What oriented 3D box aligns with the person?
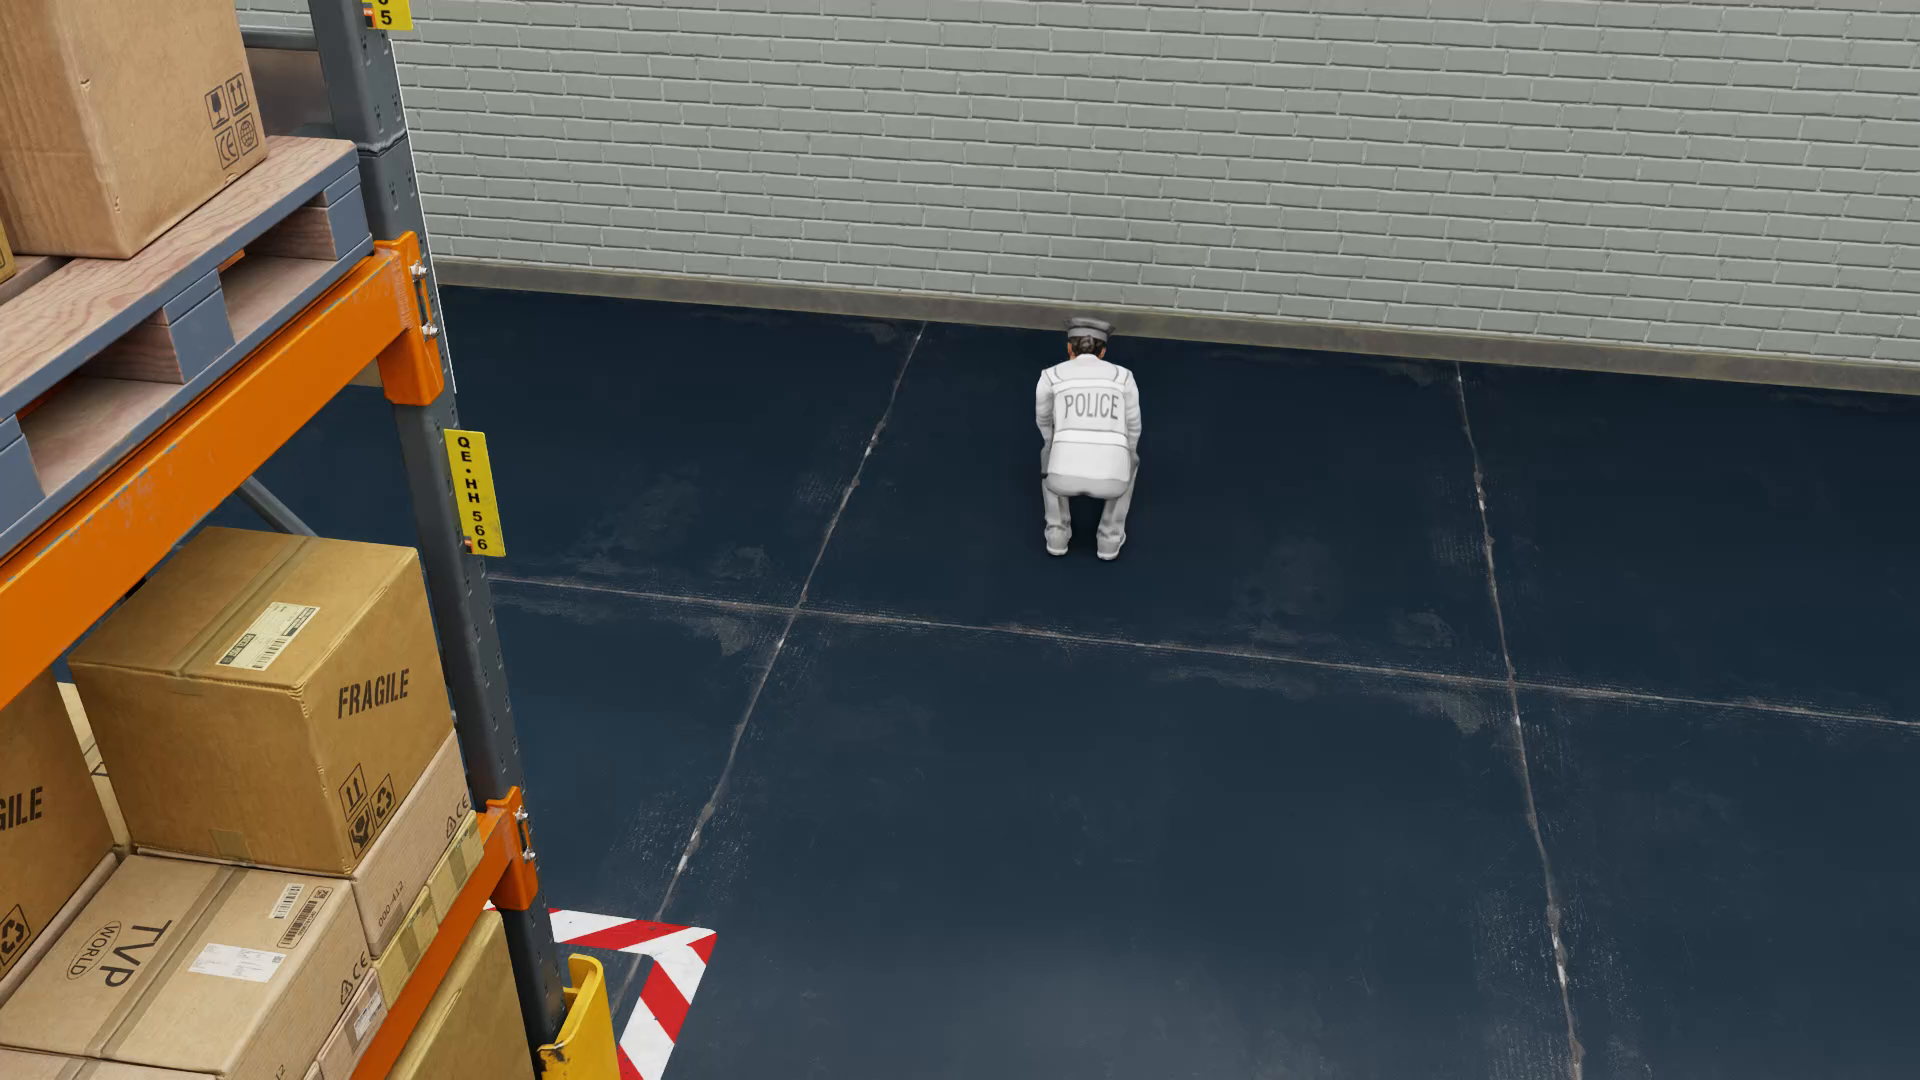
[{"bbox_3d":[0.567,-0.457,7.492,0.491,0.983,0.818,5,33,8],"label":"person"}]
